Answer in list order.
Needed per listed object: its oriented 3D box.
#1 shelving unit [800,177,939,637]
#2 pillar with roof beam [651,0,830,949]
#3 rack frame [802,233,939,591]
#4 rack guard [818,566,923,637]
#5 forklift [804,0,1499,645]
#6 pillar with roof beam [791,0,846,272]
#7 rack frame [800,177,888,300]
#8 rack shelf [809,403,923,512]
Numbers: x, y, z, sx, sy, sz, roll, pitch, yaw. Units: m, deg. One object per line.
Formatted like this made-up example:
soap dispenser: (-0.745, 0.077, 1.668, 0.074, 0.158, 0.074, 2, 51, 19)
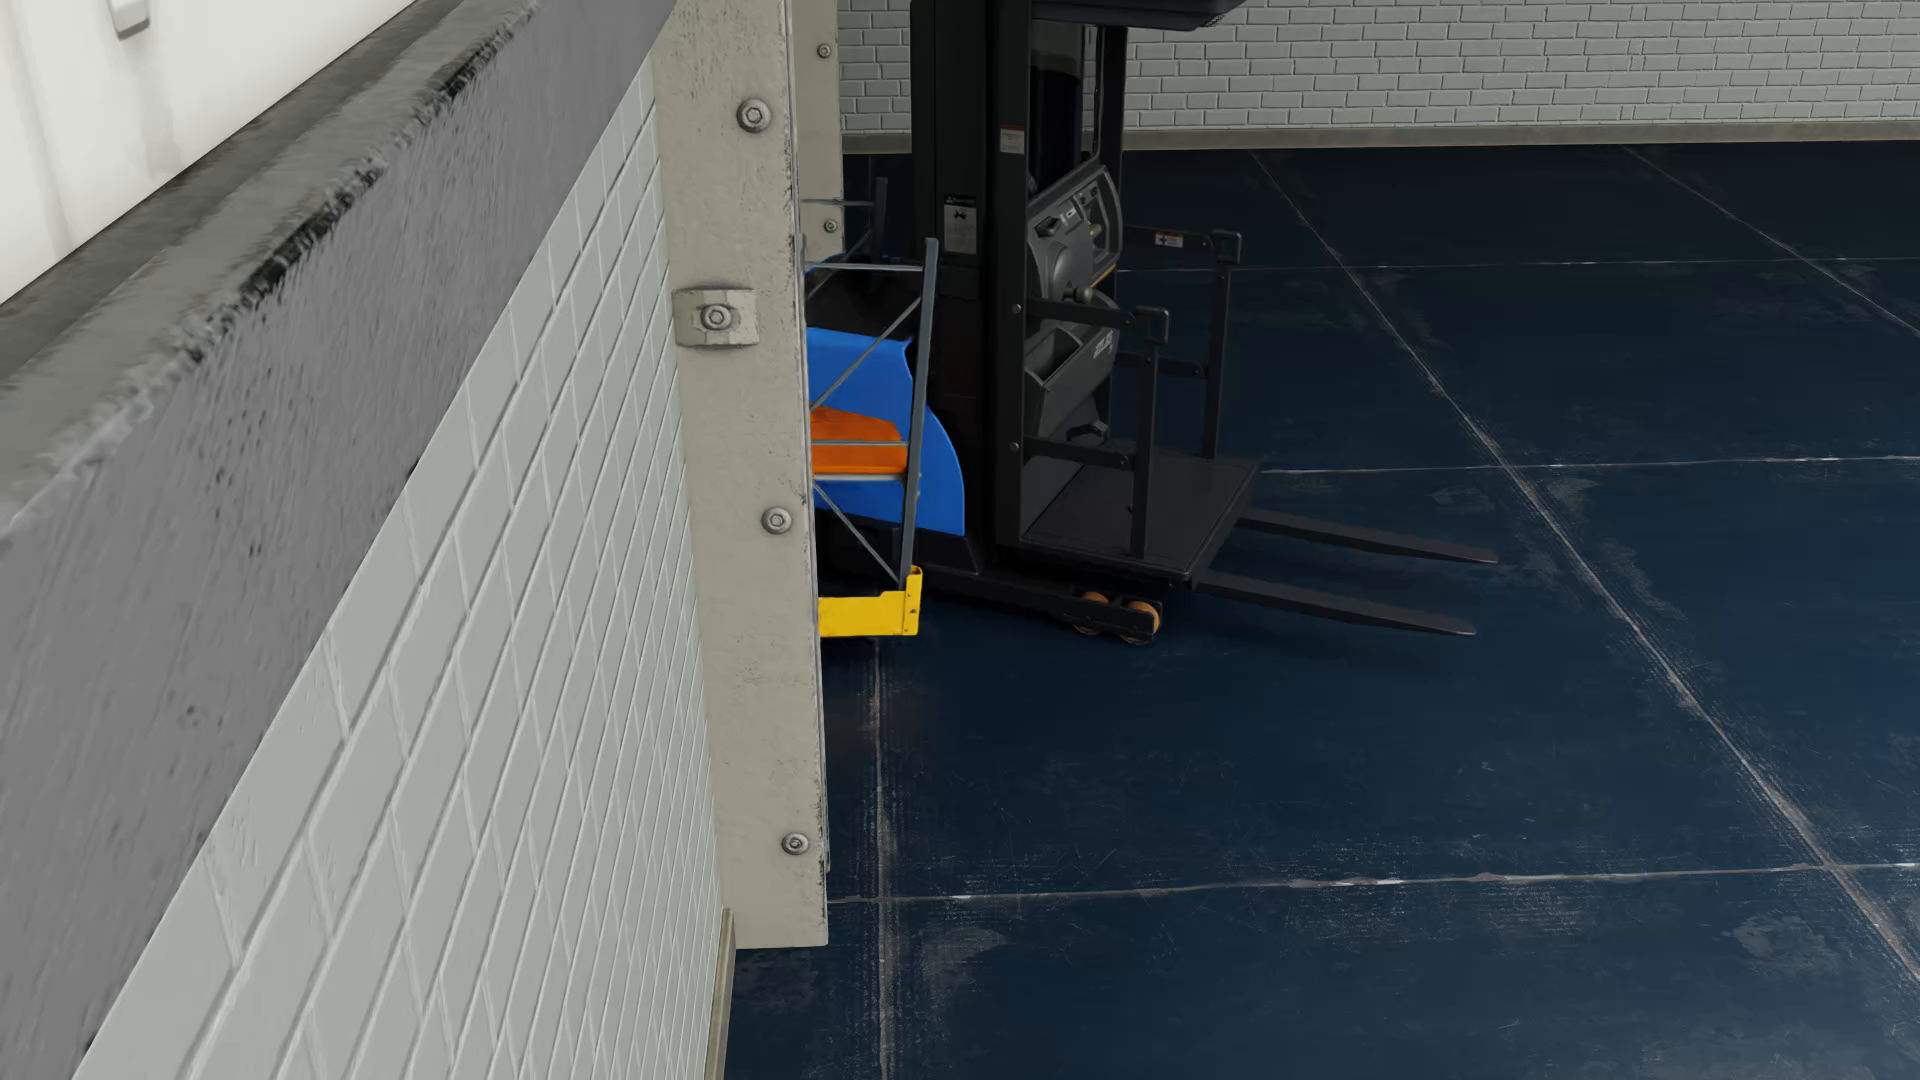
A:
shelving unit: (-0.490, -0.543, 6.388, 0.587, 1.500, 1.083, 0, 24, -13)
pillar with roof beam: (3.741, -2.977, 3.227, 9.100, 9.000, 0.400, -1, 28, -3)
rack frame: (-0.384, -0.343, 5.942, 0.500, 1.500, 0.032, 0, 24, -13)
rack guard: (-0.440, 0.229, 6.187, 0.587, 0.250, 0.087, 0, 24, -13)
forklift: (0.632, -1.172, 6.328, 3.031, 2.935, 1.130, 11, 30, 21)
pillar with roof beam: (3.428, -5.748, 8.540, 9.100, 9.000, 0.400, -1, 28, -3)
rack frame: (-0.599, -0.749, 6.849, 0.500, 1.500, 0.032, 0, 24, -13)
rack shelf: (-0.508, -0.382, 6.466, 0.538, 0.185, 1.000, 0, 24, -13)
